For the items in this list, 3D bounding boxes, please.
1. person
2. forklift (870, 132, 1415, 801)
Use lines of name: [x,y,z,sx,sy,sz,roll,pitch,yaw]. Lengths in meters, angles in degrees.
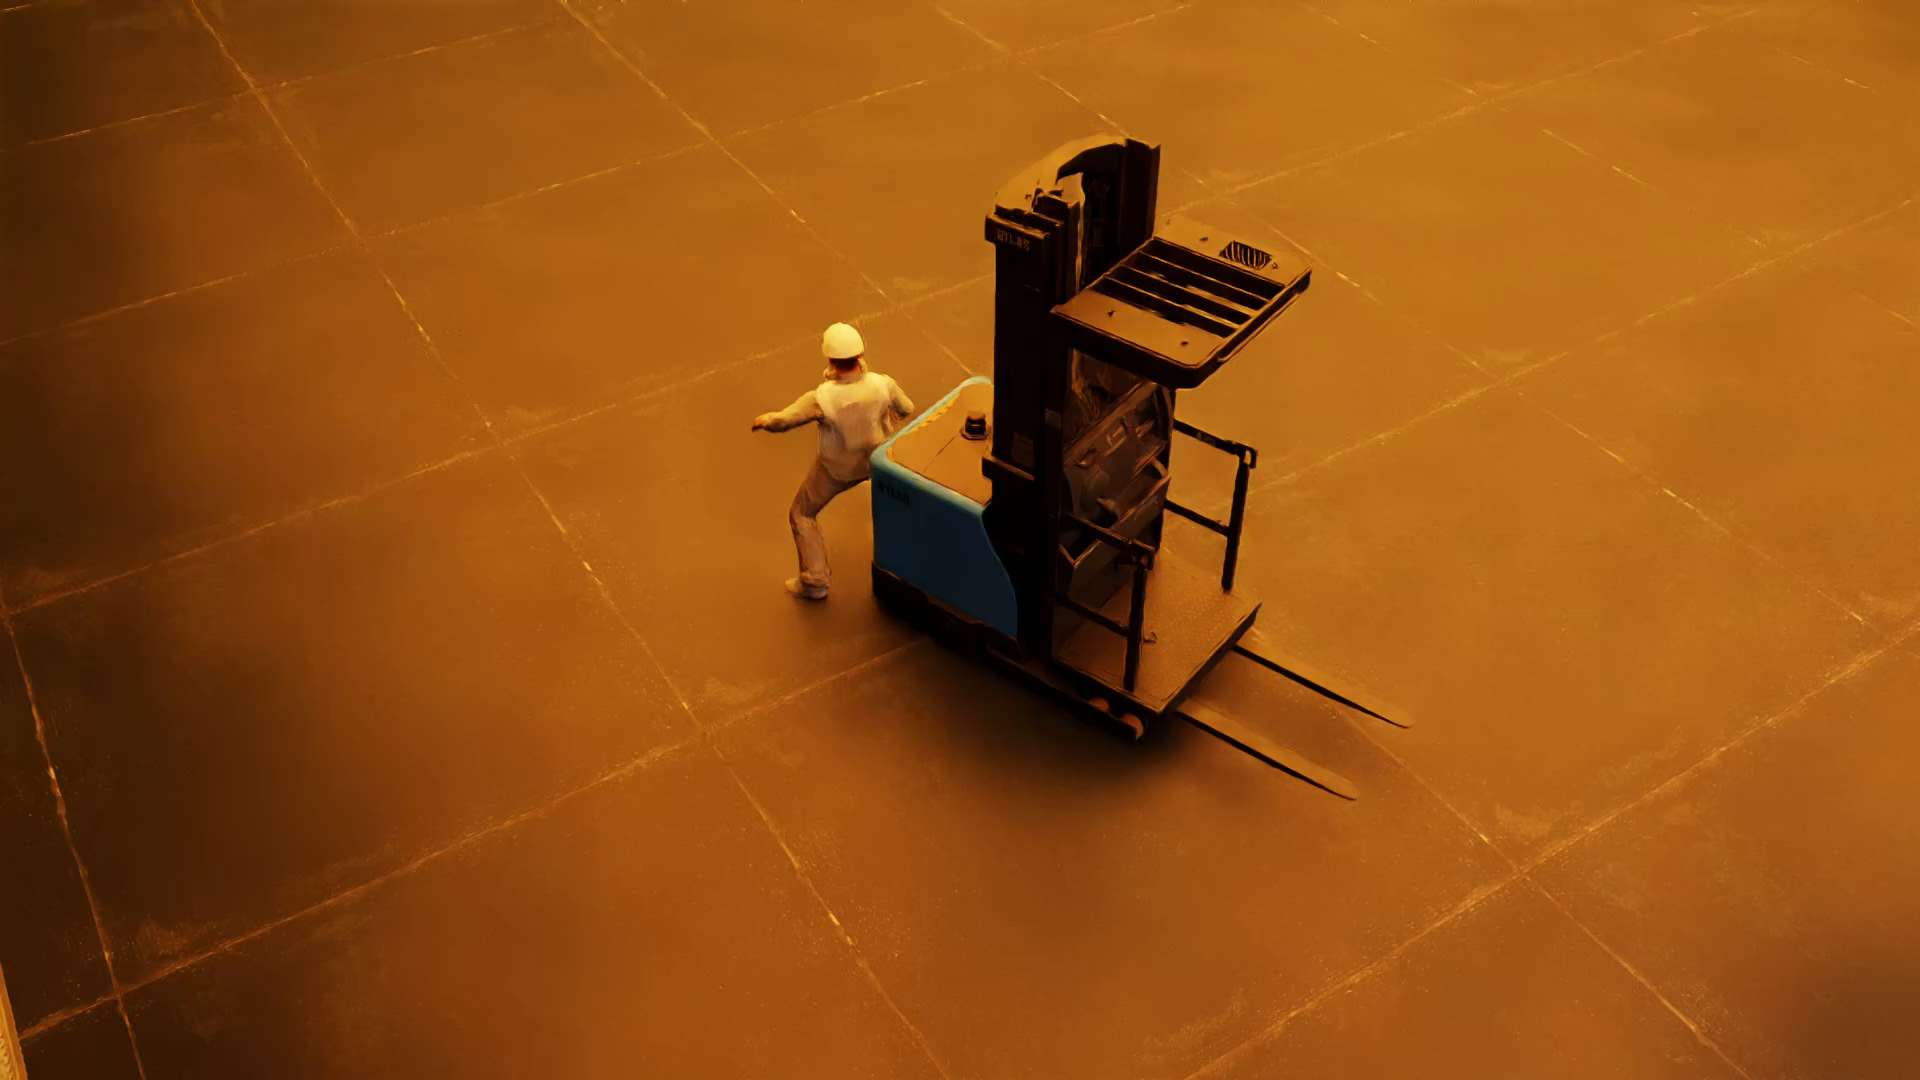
person: [-0.666,-0.582,9.570,0.992,1.631,0.925,-12,43,-14]
forklift: [0.973,-0.420,8.352,3.031,2.935,1.130,27,48,27]
